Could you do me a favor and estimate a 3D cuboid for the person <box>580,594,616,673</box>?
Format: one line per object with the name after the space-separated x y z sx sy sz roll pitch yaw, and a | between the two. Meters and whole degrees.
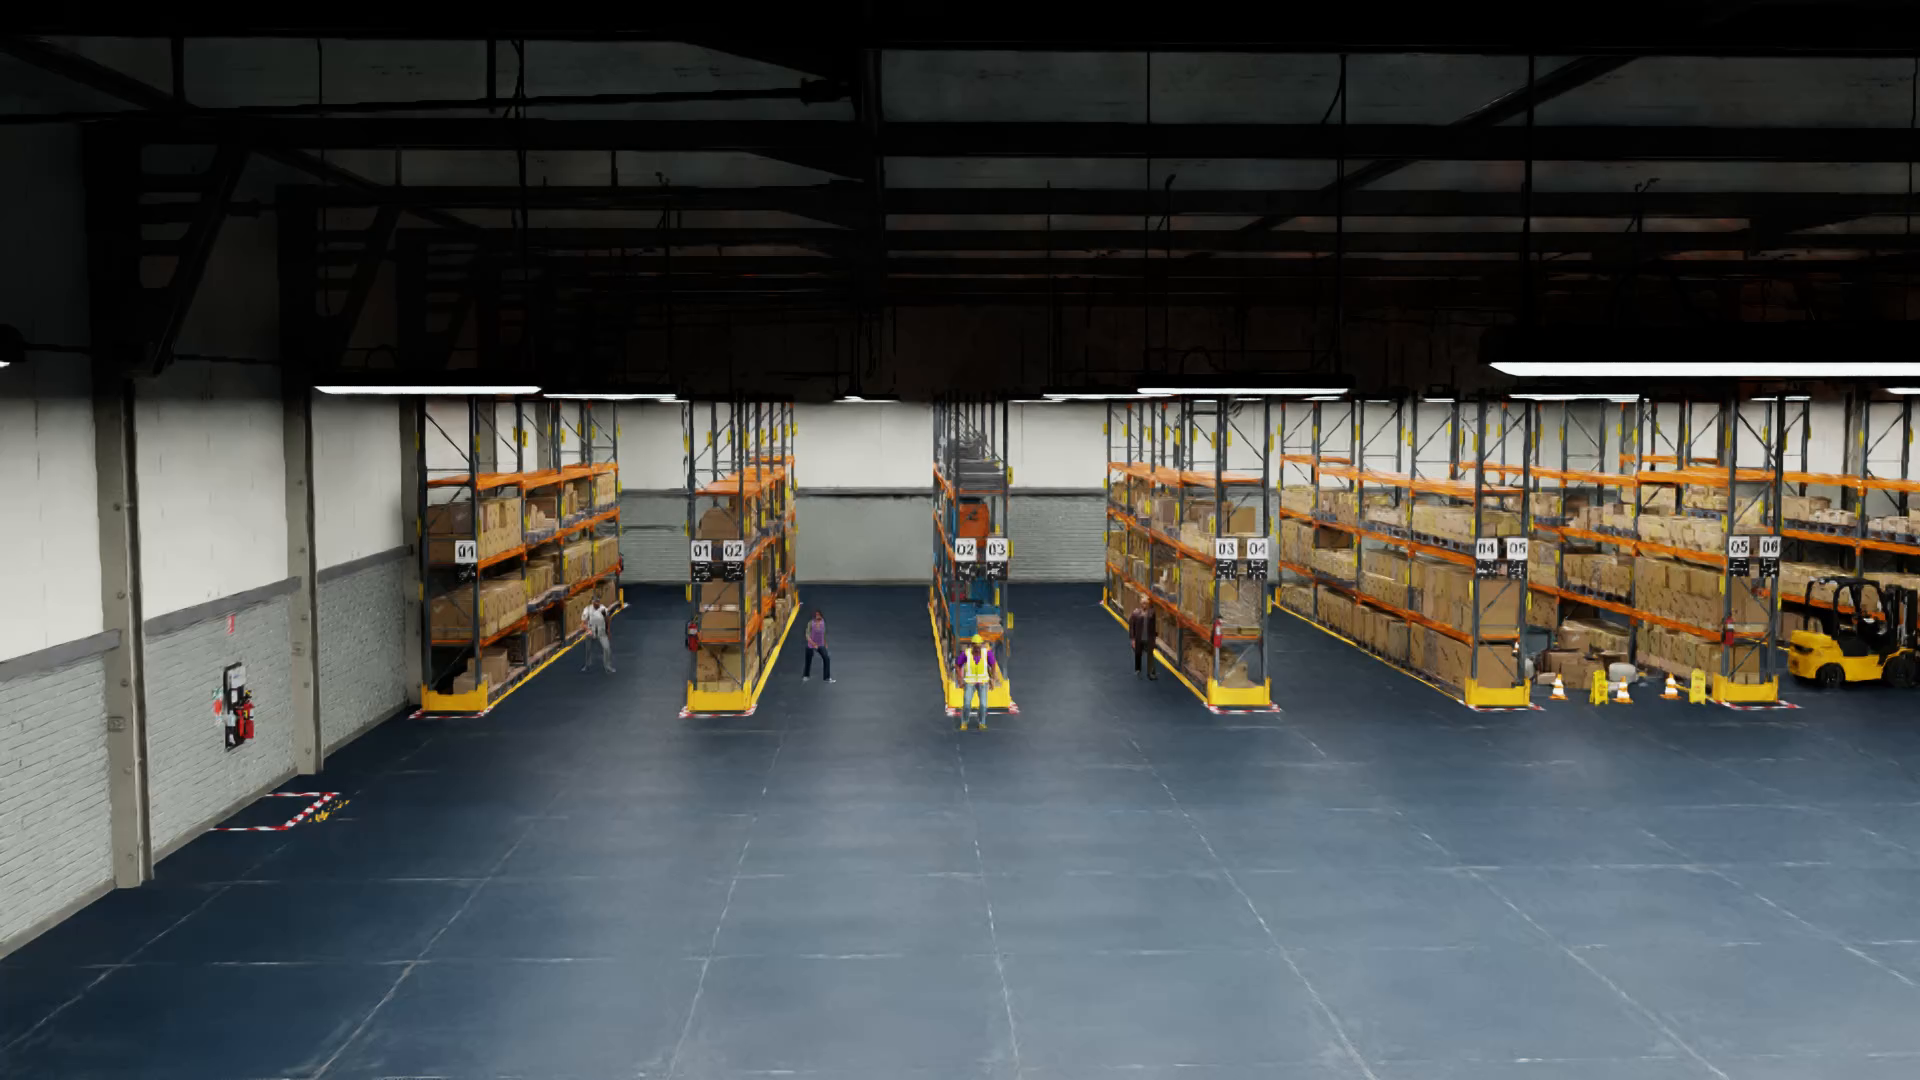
-7.753 1.976 35.482 0.700 1.690 0.863 -2 5 -19 | person

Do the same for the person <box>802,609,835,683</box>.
-2.945 2.165 34.135 0.566 1.531 0.767 -2 5 -22 | person

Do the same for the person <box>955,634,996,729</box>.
0.276 2.493 29.223 0.719 1.714 0.578 0 5 -3 | person

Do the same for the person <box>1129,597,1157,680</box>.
3.823 2.031 34.654 0.598 1.698 1.193 0 5 0 | person
